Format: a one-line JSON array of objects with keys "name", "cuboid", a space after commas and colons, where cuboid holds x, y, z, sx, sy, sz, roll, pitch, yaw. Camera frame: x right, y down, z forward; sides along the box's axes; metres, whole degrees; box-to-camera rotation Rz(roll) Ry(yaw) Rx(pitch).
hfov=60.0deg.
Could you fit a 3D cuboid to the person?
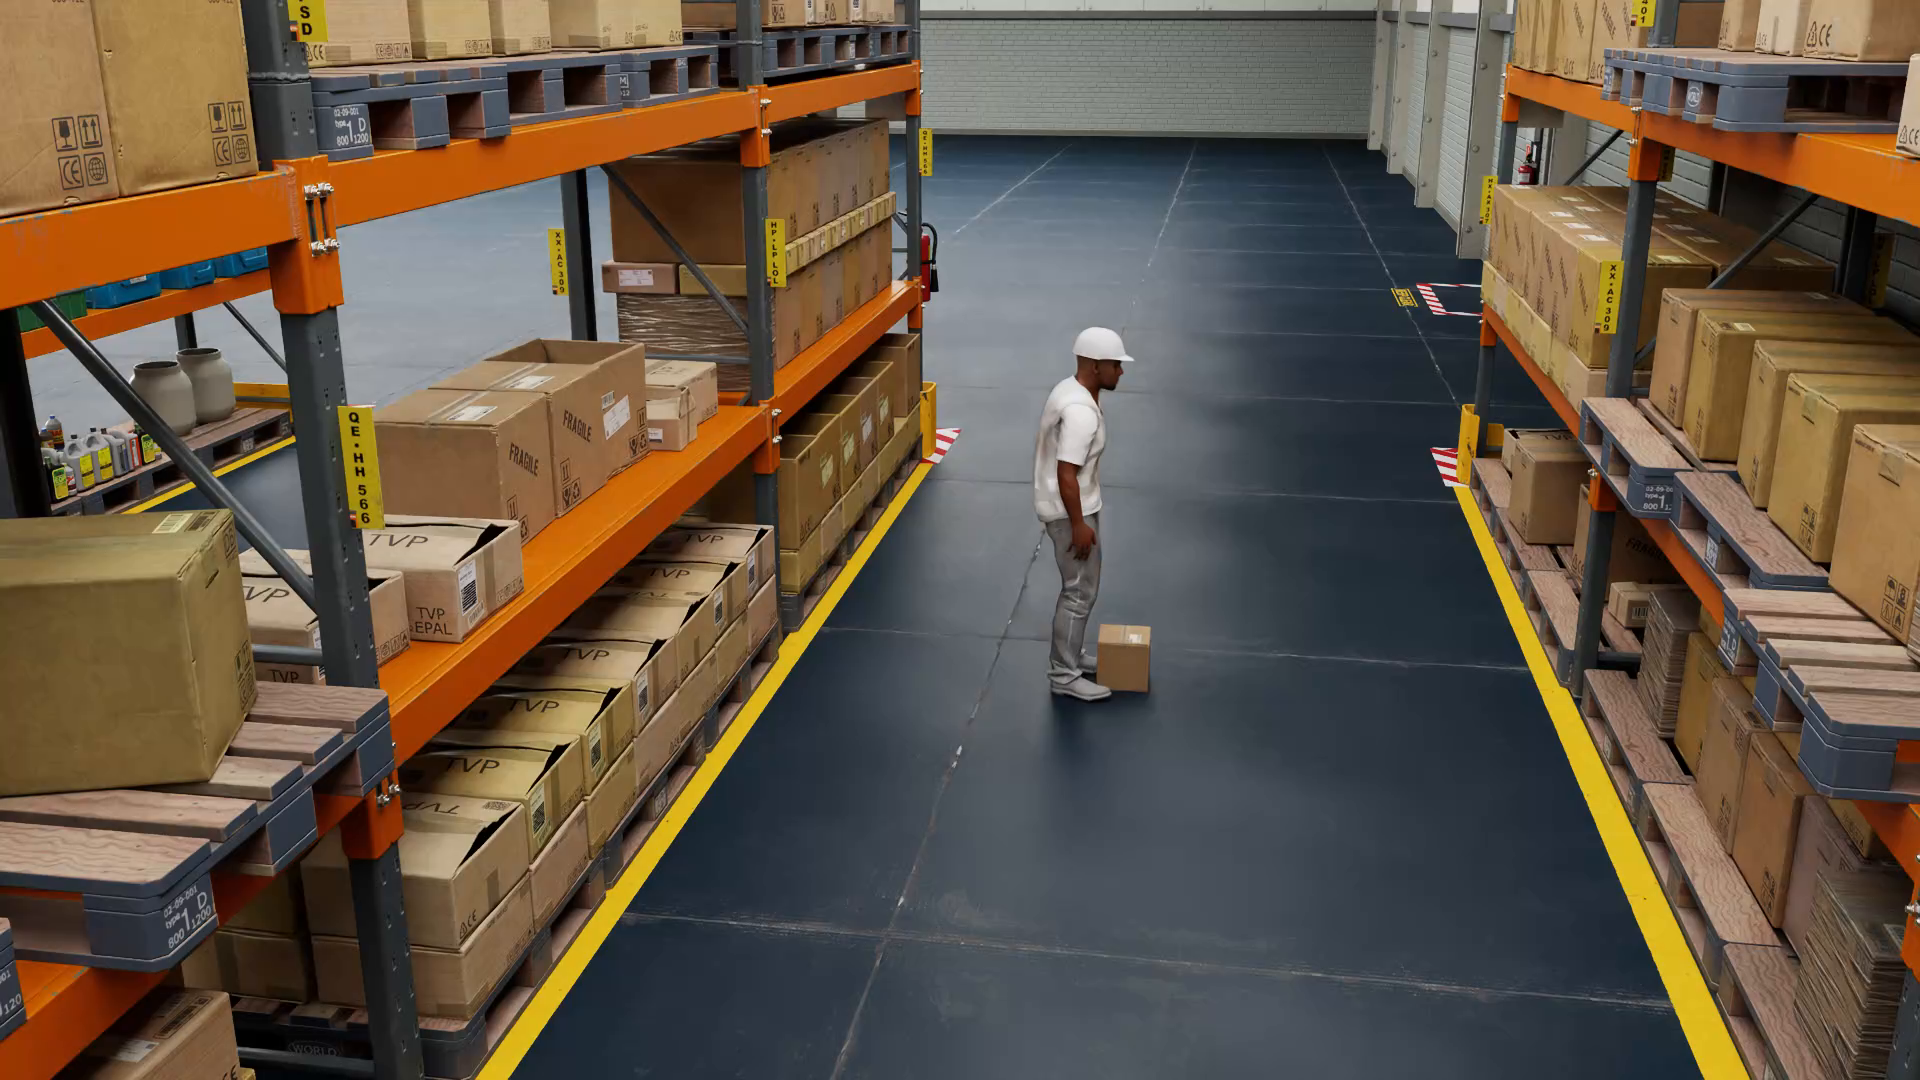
[{"name": "person", "cuboid": [0.581, -0.144, 7.976, 0.463, 1.759, 0.625, 2, 18, 6]}]
